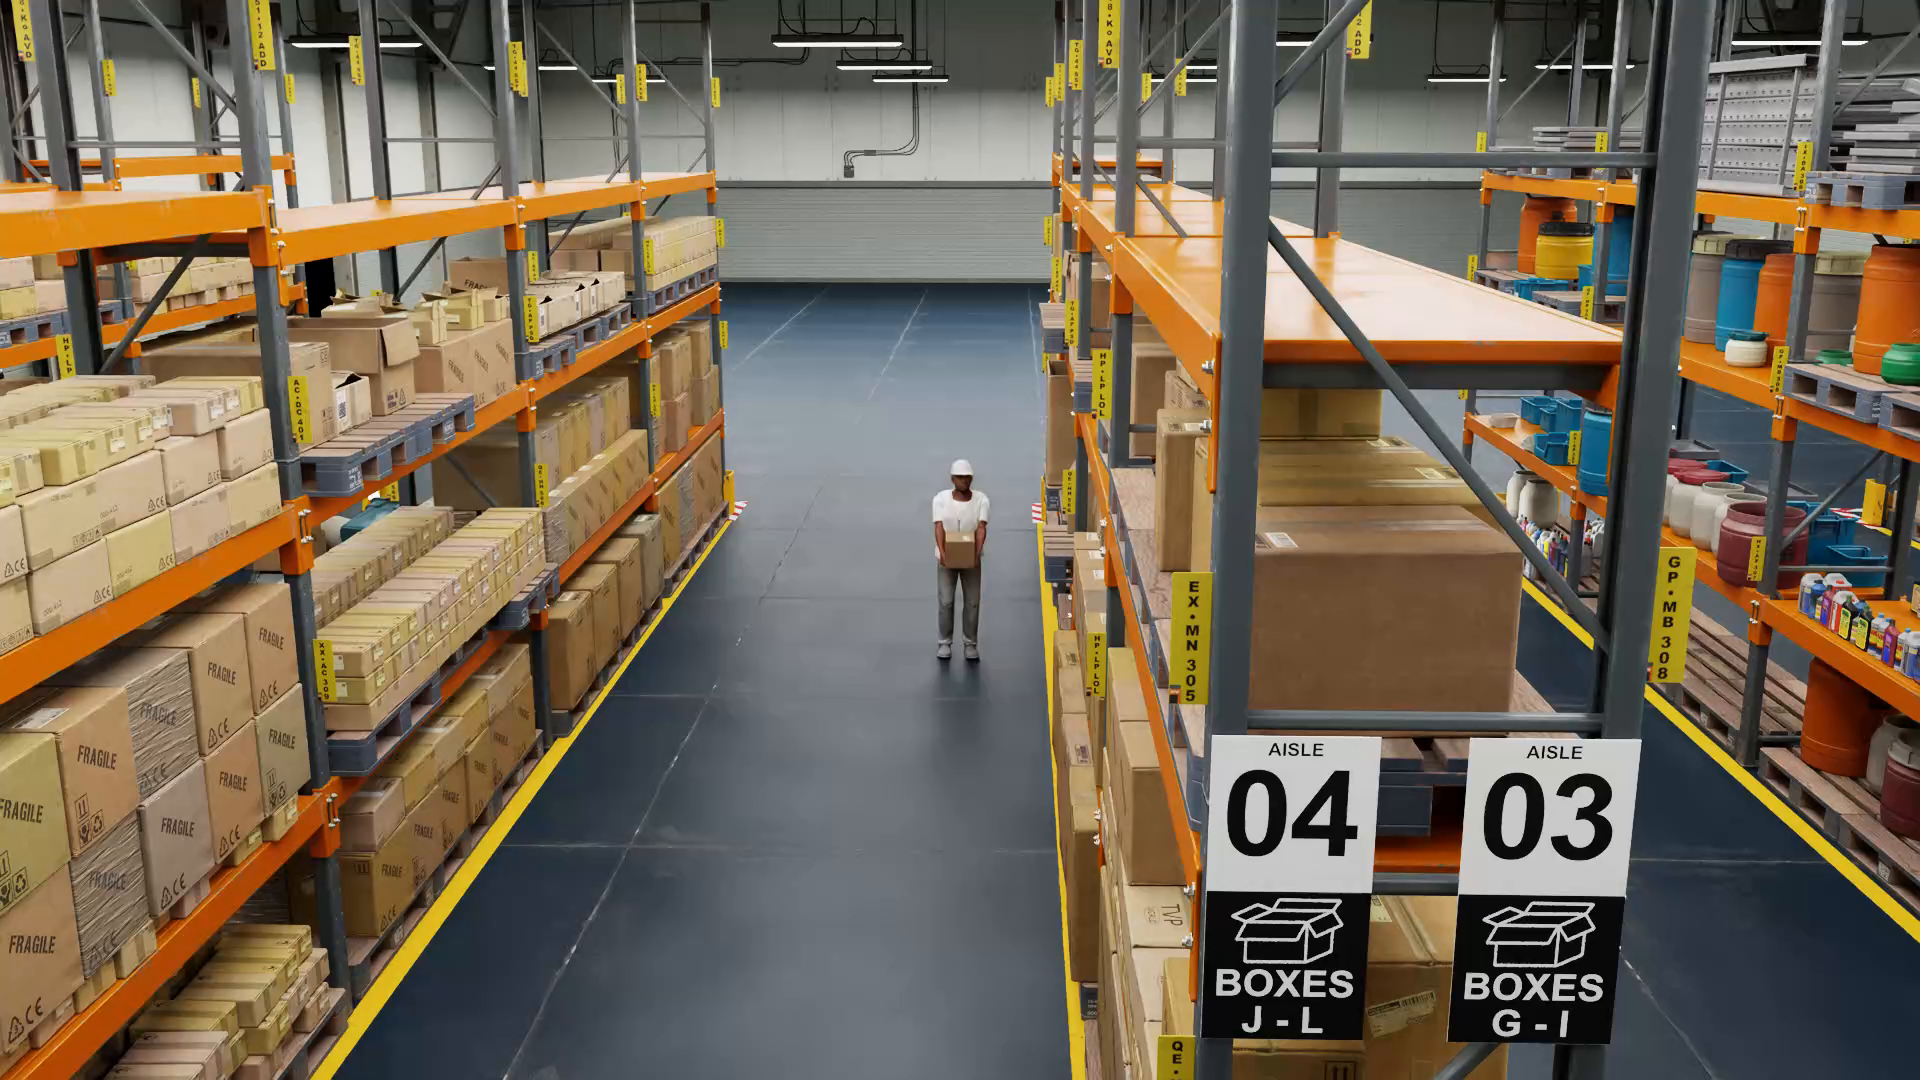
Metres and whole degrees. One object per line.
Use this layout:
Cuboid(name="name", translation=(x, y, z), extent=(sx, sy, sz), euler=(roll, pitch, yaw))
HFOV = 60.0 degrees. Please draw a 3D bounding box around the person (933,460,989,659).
Cuboid(name="person", translation=(0.012, 0.188, 14.695), extent=(0.503, 1.760, 0.576), euler=(0, 14, -1))
